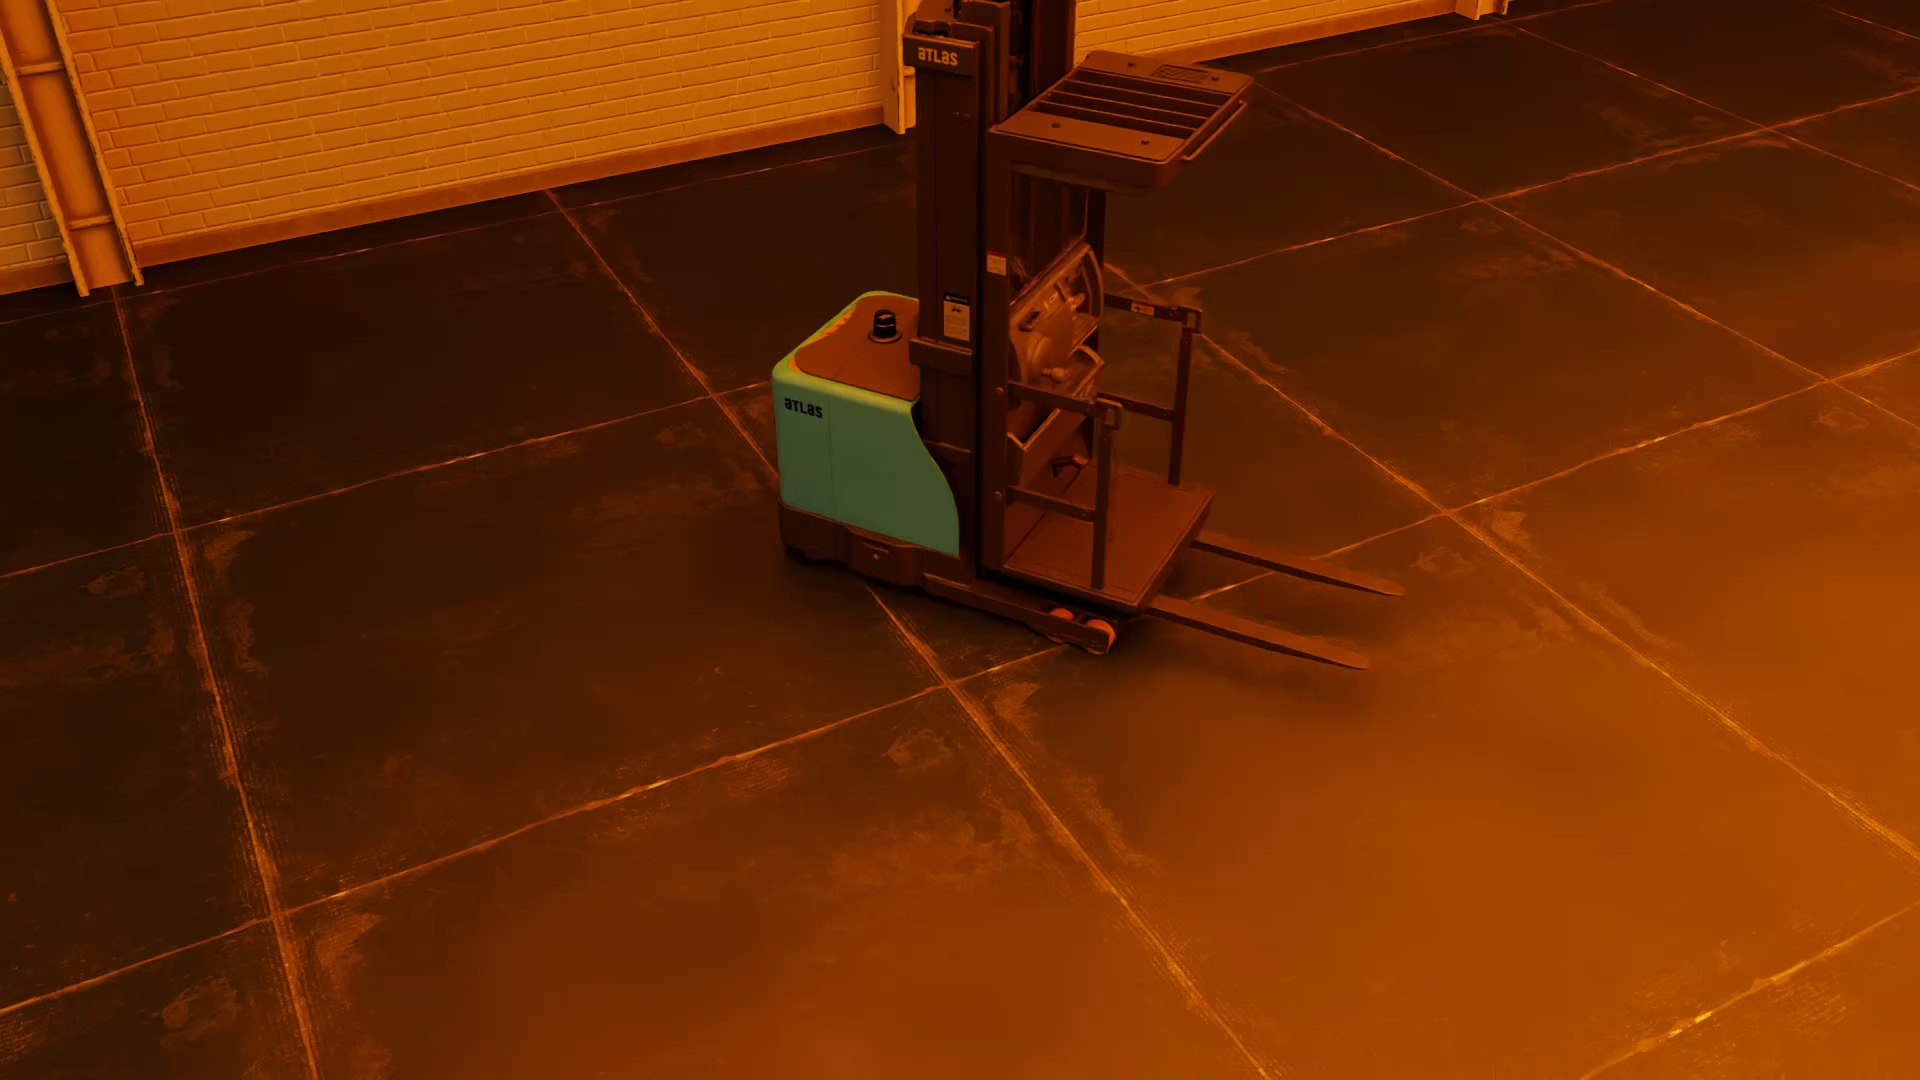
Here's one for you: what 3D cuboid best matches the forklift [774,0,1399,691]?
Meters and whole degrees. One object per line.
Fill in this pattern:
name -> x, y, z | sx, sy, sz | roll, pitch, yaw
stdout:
forklift -> 0.601, -0.978, 7.507 | 3.031, 2.935, 1.130 | 20, 40, 26
